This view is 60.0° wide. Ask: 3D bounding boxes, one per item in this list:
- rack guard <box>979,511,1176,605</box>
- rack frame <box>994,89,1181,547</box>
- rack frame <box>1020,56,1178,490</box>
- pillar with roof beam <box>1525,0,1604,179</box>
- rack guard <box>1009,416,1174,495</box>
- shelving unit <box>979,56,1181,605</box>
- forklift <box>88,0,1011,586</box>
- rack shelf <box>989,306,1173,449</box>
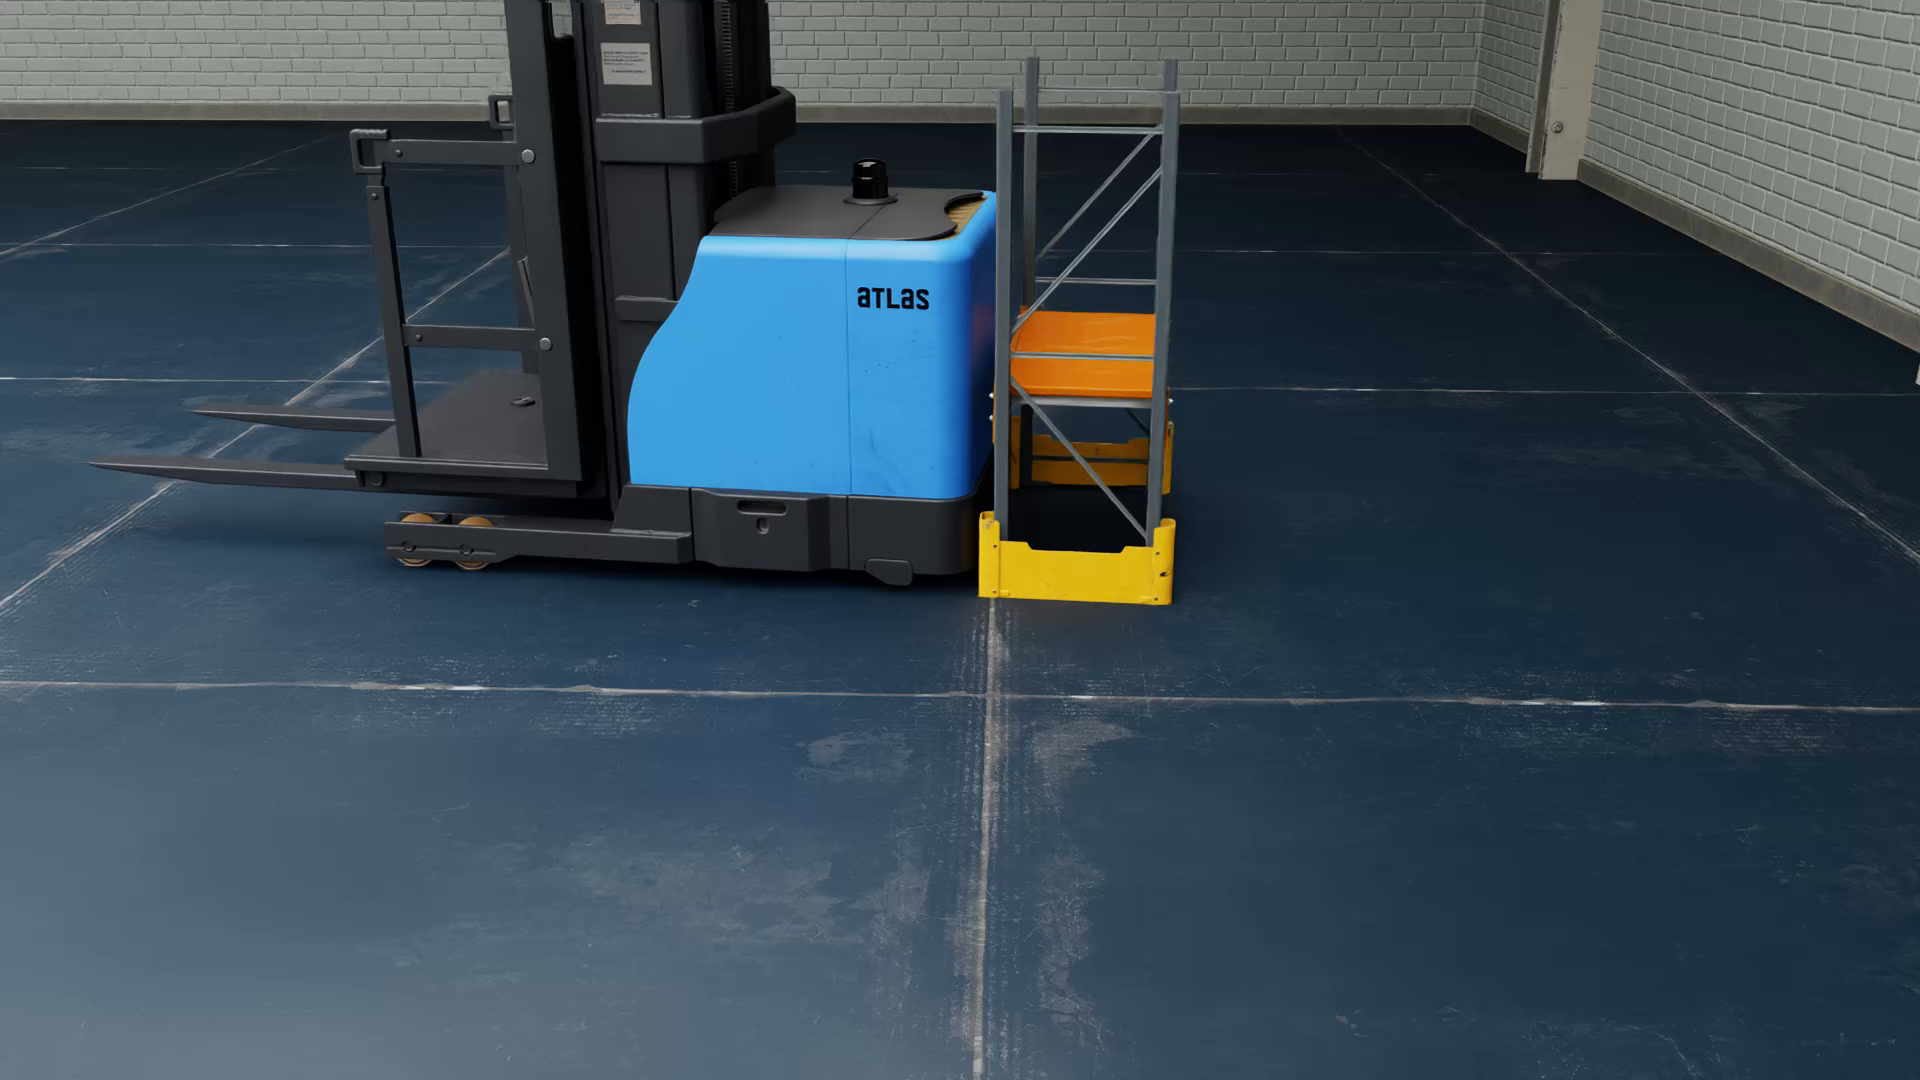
[{"bbox_3d":[0.352,0.055,5.042,0.587,0.250,0.087,2,21,6],"label":"rack guard"},{"bbox_3d":[0.352,-0.527,4.815,0.500,1.500,0.032,2,21,6],"label":"rack frame"},{"bbox_3d":[0.467,-0.893,5.757,0.500,1.500,0.032,2,21,6],"label":"rack frame"},{"bbox_3d":[0.231,-7.033,11.216,9.100,9.000,0.400,1,21,2],"label":"pillar with roof beam"},{"bbox_3d":[0.464,-0.303,5.965,0.587,0.250,0.087,2,21,6],"label":"rack guard"},{"bbox_3d":[0.408,-0.707,5.277,0.587,1.500,1.083,2,21,6],"label":"shelving unit"},{"bbox_3d":[-1.384,-1.455,5.227,3.031,2.935,1.130,3,21,8],"label":"forklift"},{"bbox_3d":[0.409,-0.542,5.351,0.538,0.185,1.000,2,21,6],"label":"rack shelf"}]
